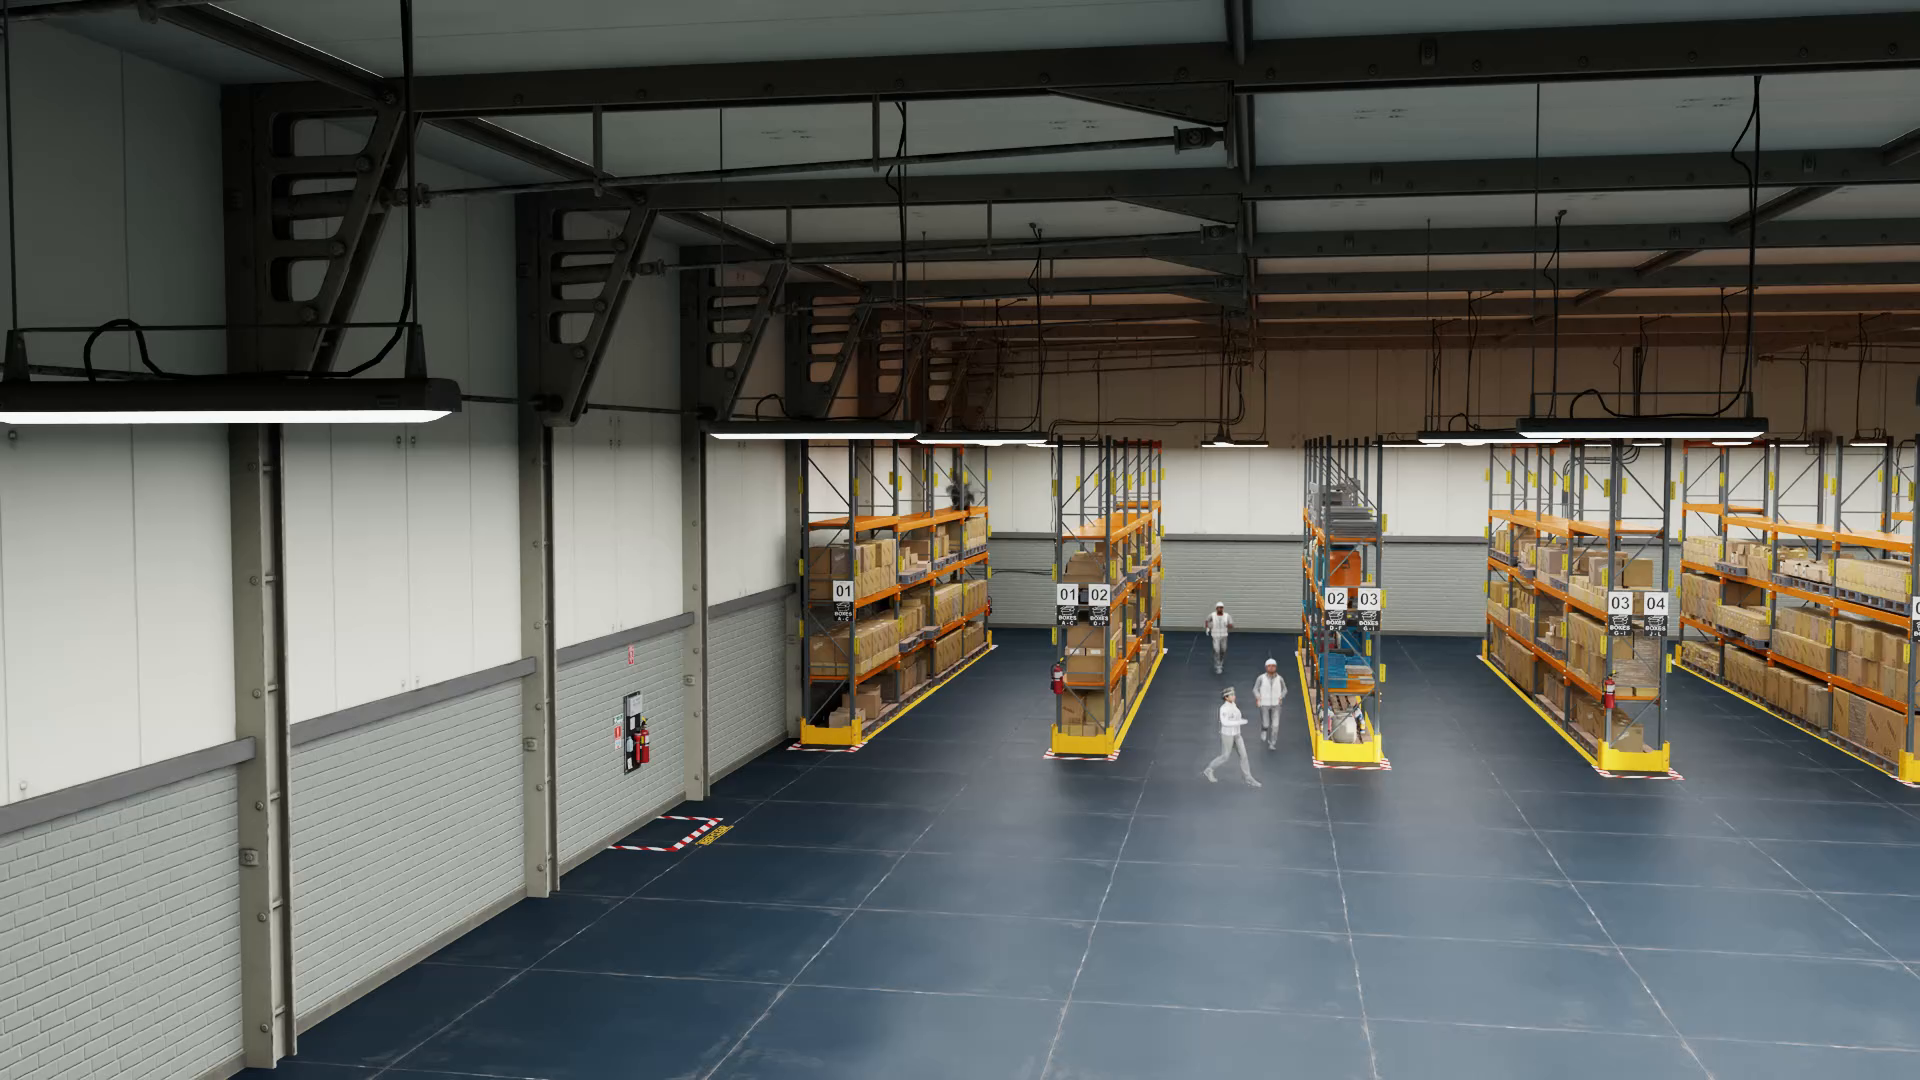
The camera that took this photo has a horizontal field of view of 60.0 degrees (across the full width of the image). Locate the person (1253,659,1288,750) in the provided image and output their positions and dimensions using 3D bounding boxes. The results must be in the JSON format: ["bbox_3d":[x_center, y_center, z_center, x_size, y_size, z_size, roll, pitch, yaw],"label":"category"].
[{"bbox_3d":[5.944,3.139,31.826,0.650,1.711,0.602,0,3,5],"label":"person"}]

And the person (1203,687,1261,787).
[{"bbox_3d":[4.643,3.328,28.294,0.998,1.662,0.624,2,4,38],"label":"person"}]

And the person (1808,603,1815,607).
[{"bbox_3d":[23.228,2.490,45.268,0.707,1.541,0.466,0,3,9],"label":"person"}]

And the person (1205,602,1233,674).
[{"bbox_3d":[6.683,2.490,42.740,0.679,1.780,0.952,0,3,-2],"label":"person"}]
